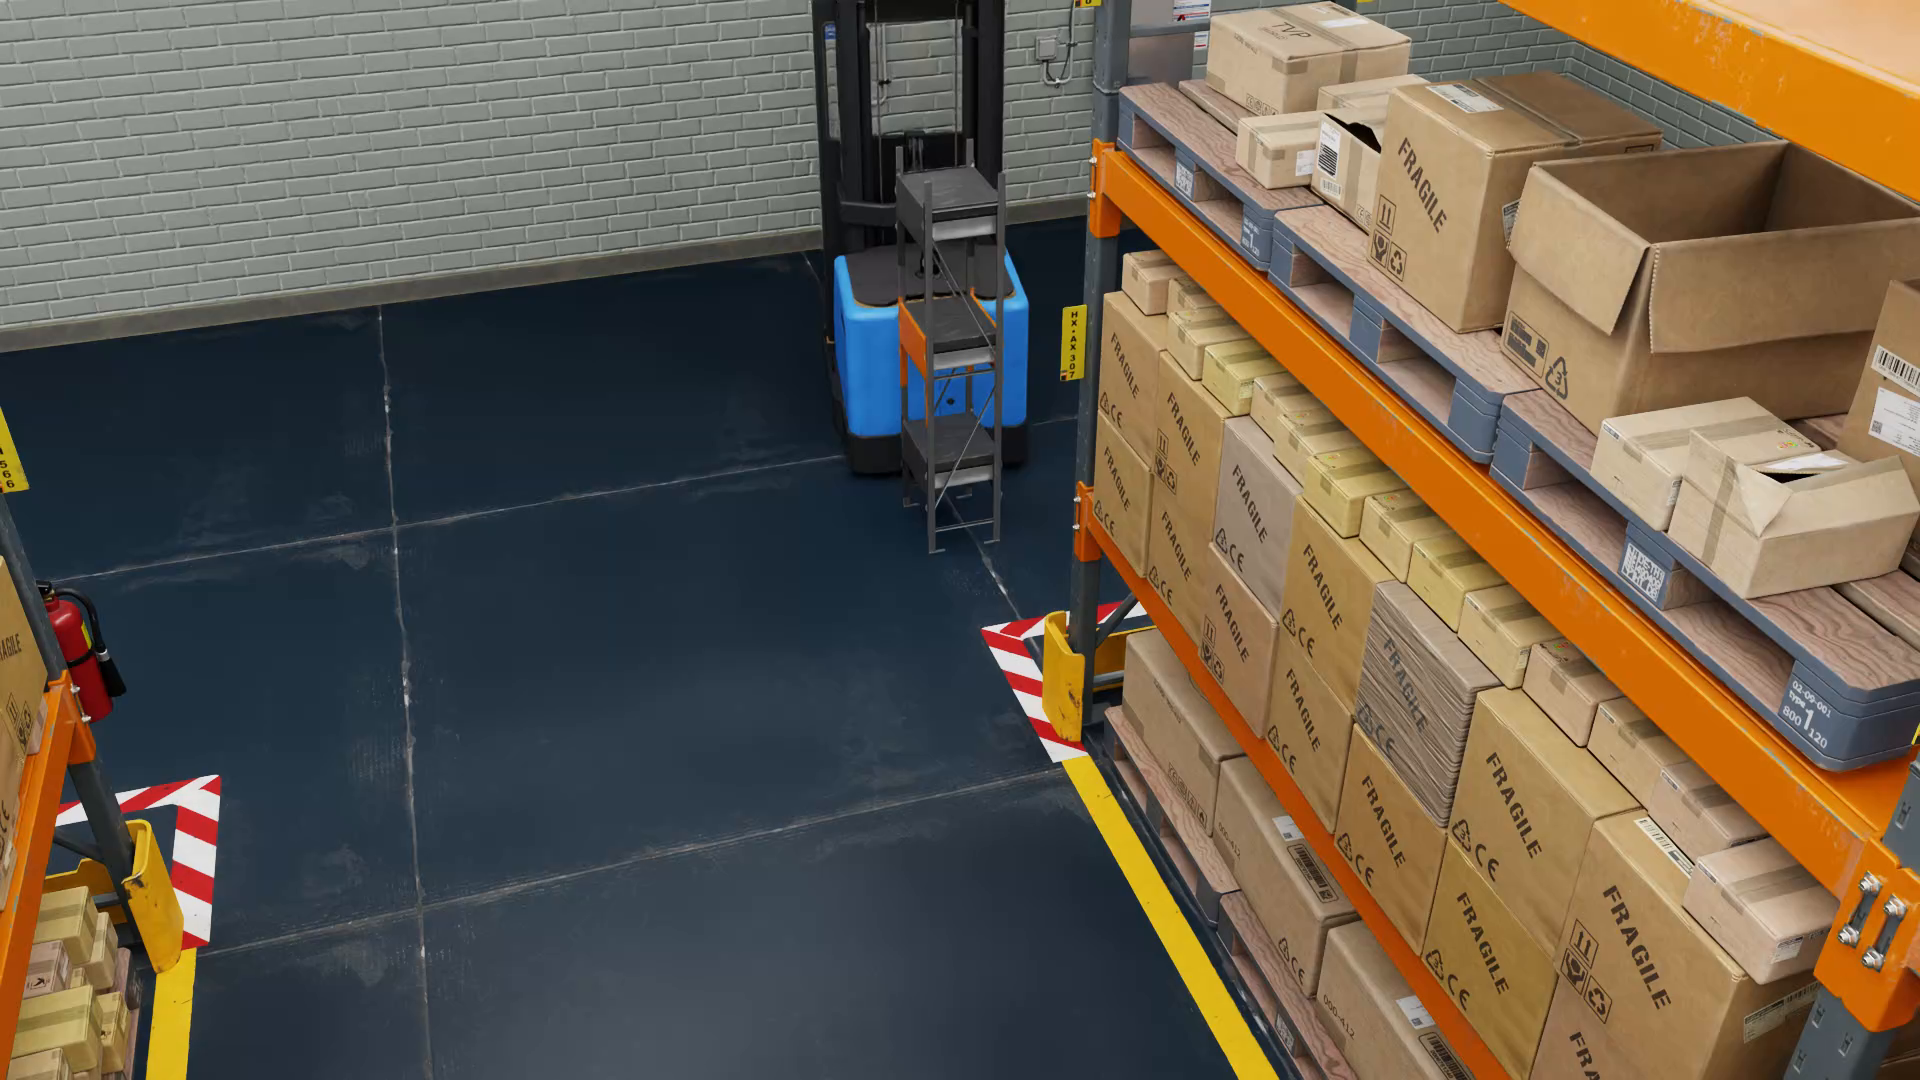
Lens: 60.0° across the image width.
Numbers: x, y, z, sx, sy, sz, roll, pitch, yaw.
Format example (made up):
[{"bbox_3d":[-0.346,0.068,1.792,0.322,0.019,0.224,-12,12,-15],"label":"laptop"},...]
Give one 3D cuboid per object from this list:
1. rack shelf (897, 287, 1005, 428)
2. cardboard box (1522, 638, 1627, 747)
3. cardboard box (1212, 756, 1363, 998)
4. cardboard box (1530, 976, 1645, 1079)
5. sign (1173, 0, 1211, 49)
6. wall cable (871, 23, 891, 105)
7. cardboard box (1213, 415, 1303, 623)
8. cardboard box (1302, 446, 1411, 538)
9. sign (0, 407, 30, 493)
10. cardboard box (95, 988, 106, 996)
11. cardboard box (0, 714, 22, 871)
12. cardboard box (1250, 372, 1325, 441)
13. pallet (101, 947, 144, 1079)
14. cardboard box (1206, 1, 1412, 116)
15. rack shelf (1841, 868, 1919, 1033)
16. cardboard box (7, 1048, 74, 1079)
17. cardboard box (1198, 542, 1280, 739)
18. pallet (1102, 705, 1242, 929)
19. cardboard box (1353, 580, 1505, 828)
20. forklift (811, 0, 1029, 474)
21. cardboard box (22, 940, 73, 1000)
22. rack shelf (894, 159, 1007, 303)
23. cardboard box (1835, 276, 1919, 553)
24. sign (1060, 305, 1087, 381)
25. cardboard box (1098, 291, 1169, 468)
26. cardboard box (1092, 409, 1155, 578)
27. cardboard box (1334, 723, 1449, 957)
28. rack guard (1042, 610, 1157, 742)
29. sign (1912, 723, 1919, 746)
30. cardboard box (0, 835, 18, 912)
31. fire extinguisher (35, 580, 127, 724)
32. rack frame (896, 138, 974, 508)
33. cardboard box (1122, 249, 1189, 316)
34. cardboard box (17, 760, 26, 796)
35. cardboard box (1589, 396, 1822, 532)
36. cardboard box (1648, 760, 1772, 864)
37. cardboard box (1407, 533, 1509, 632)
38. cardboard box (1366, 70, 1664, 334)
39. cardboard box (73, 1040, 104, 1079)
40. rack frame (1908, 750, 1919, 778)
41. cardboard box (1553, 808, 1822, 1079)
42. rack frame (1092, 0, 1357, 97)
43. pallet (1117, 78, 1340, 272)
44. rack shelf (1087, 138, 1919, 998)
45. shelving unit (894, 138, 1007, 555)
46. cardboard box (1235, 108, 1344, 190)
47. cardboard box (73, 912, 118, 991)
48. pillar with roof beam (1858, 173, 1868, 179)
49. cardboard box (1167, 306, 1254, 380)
[{"bbox_3d":[-0.050,-0.952,8.630,0.431,0.518,0.480,-10,35,-15],"label":"rack shelf"},{"bbox_3d":[1.672,0.357,4.223,0.380,0.149,0.250,-10,35,-15],"label":"cardboard box"},{"bbox_3d":[1.571,1.216,6.451,0.875,0.438,0.875,-9,35,-13],"label":"cardboard box"},{"bbox_3d":[1.822,1.371,4.182,0.500,0.500,0.500,-10,35,-14],"label":"cardboard box"},{"bbox_3d":[1.697,-3.872,12.294,0.329,0.494,0.001,-10,35,-15],"label":"sign"},{"bbox_3d":[-0.755,-3.880,11.270,0.585,1.953,0.123,-10,35,-15],"label":"wall cable"},{"bbox_3d":[1.191,-0.106,5.512,0.500,0.500,0.500,-10,35,-15],"label":"cardboard box"},{"bbox_3d":[1.265,-0.162,5.007,0.380,0.149,0.250,-11,35,-16],"label":"cardboard box"},{"bbox_3d":[-3.162,-0.299,5.464,0.100,0.325,0.005,-10,35,-15],"label":"sign"},{"bbox_3d":[-3.337,1.655,6.050,0.380,0.149,0.250,-9,35,-14],"label":"cardboard box"},{"bbox_3d":[-3.162,0.697,4.933,0.500,0.500,0.500,-11,35,-16],"label":"cardboard box"},{"bbox_3d":[1.177,-0.437,5.425,0.380,0.149,0.250,-10,35,-14],"label":"cardboard box"},{"bbox_3d":[-3.459,2.035,5.799,1.003,0.211,1.213,-10,35,-15],"label":"pallet"},{"bbox_3d":[1.210,-1.671,5.821,0.500,0.250,0.500,-13,36,-19],"label":"cardboard box"},{"bbox_3d":[2.817,1.712,1.689,1.077,0.370,4.000,-10,35,-15],"label":"rack shelf"},{"bbox_3d":[-3.053,1.803,5.285,0.380,0.149,0.250,-11,35,-17],"label":"cardboard box"},{"bbox_3d":[1.179,0.303,5.799,0.500,0.500,0.500,-10,35,-15],"label":"cardboard box"},{"bbox_3d":[1.306,1.084,7.238,1.003,0.211,1.213,-10,35,-15],"label":"pallet"},{"bbox_3d":[1.489,0.420,4.715,0.500,0.500,0.500,-10,35,-14],"label":"cardboard box"},{"bbox_3d":[-0.326,-2.402,10.046,1.130,2.935,3.031,-5,34,-7],"label":"forklift"},{"bbox_3d":[-3.271,1.542,5.681,0.380,0.149,0.250,-9,35,-14],"label":"cardboard box"},{"bbox_3d":[-0.050,-1.536,8.244,0.431,0.518,0.480,-10,35,-15],"label":"rack shelf"},{"bbox_3d":[2.228,-0.241,3.430,0.500,0.500,0.500,-9,35,-14],"label":"cardboard box"},{"bbox_3d":[0.457,-0.790,6.688,0.100,0.325,0.005,-10,35,-15],"label":"sign"},{"bbox_3d":[0.862,-0.645,6.328,0.500,0.500,0.500,-11,35,-16],"label":"cardboard box"},{"bbox_3d":[0.860,-0.228,6.603,0.500,0.500,0.500,-10,35,-15],"label":"cardboard box"},{"bbox_3d":[1.493,0.841,4.986,0.500,0.500,0.500,-11,35,-15],"label":"cardboard box"},{"bbox_3d":[0.980,0.544,7.793,1.175,0.500,0.348,-10,35,-15],"label":"rack guard"},{"bbox_3d":[1.679,0.208,2.773,0.100,0.325,0.005,-10,35,-15],"label":"sign"},{"bbox_3d":[-3.097,1.024,5.028,0.380,0.149,0.250,-9,35,-13],"label":"cardboard box"},{"bbox_3d":[-3.334,0.377,6.186,0.296,0.674,0.183,-10,35,-15],"label":"fire extinguisher"},{"bbox_3d":[-0.125,-1.091,8.816,0.400,2.100,0.015,-10,35,-15],"label":"rack frame"},{"bbox_3d":[0.832,-0.983,6.250,0.380,0.149,0.250,-9,35,-14],"label":"cardboard box"},{"bbox_3d":[-3.287,0.764,5.420,0.380,0.149,0.250,-10,35,-15],"label":"cardboard box"},{"bbox_3d":[1.627,-0.170,3.642,0.380,0.149,0.250,-9,35,-14],"label":"cardboard box"},{"bbox_3d":[1.833,0.619,3.825,0.380,0.149,0.250,-9,35,-14],"label":"cardboard box"},{"bbox_3d":[1.480,0.094,4.620,0.380,0.149,0.250,-11,35,-16],"label":"cardboard box"},{"bbox_3d":[1.459,-0.913,4.447,0.500,0.500,0.500,-9,35,-14],"label":"cardboard box"},{"bbox_3d":[-3.103,1.791,5.574,0.380,0.149,0.250,-11,35,-17],"label":"cardboard box"},{"bbox_3d":[2.207,-0.889,2.253,1.000,3.000,0.127,-10,35,-15],"label":"rack frame"},{"bbox_3d":[1.800,0.953,3.908,0.500,0.500,0.500,-10,35,-15],"label":"cardboard box"},{"bbox_3d":[0.987,-2.989,5.431,1.000,3.000,0.127,-10,35,-15],"label":"rack frame"},{"bbox_3d":[1.223,-1.313,5.696,1.003,0.211,1.213,-10,35,-15],"label":"pallet"},{"bbox_3d":[1.597,-0.388,4.867,1.077,0.370,4.000,-10,35,-15],"label":"rack shelf"},{"bbox_3d":[-0.050,-0.963,8.622,0.431,2.100,0.503,-10,35,-15],"label":"shelving unit"},{"bbox_3d":[1.100,-1.240,5.261,0.380,0.149,0.250,-9,34,-13],"label":"cardboard box"},{"bbox_3d":[-3.263,1.518,5.986,0.380,0.149,0.250,-11,35,-16],"label":"cardboard box"},{"bbox_3d":[1.649,-4.669,7.973,9.100,9.000,0.400,-10,35,-15],"label":"pillar with roof beam"},{"bbox_3d":[0.950,-0.702,5.824,0.380,0.149,0.250,-9,34,-13],"label":"cardboard box"}]
